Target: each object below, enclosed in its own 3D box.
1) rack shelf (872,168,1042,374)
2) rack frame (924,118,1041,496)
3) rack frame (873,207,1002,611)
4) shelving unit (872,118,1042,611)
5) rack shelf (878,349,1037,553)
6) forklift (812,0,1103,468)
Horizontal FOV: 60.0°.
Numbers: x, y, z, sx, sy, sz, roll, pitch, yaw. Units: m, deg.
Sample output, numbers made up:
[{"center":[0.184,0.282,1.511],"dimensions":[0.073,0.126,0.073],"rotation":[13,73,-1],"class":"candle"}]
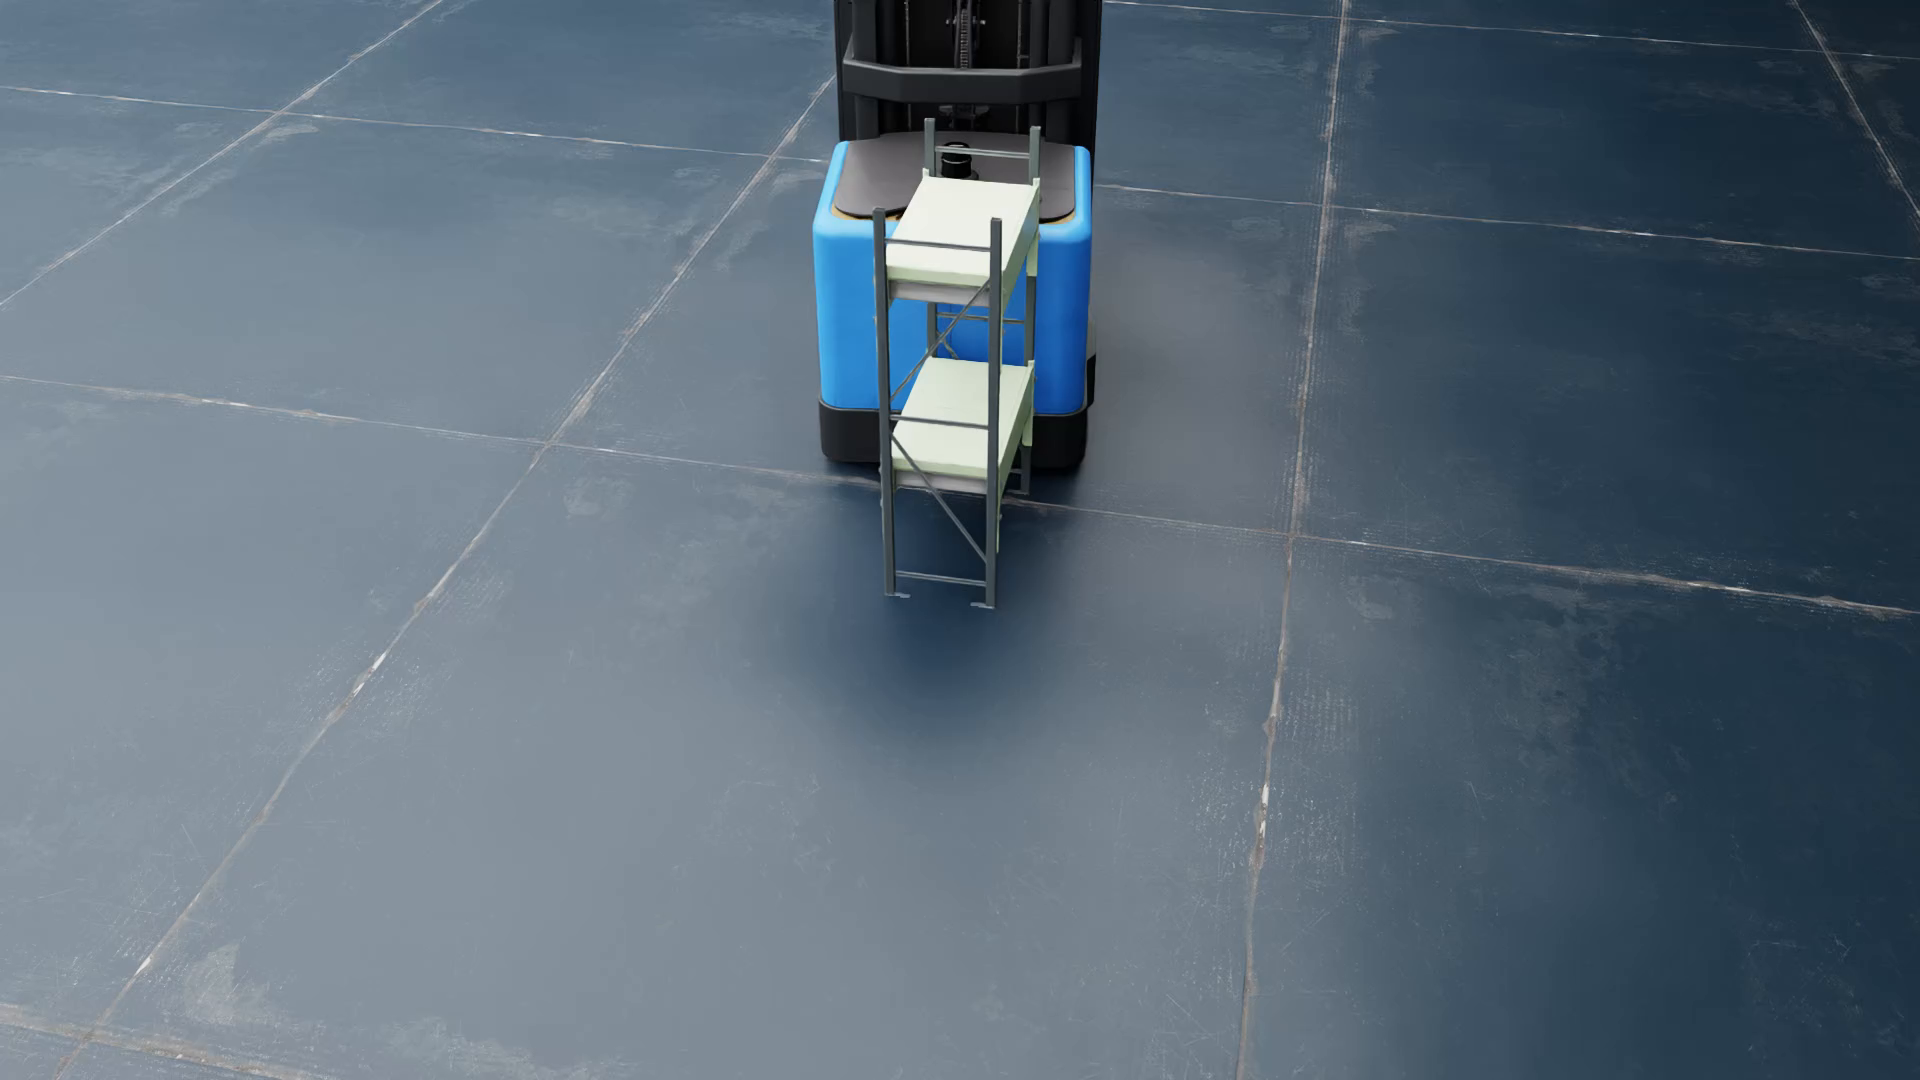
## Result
[{"center":[0.003,-0.913,5.567],"dimensions":[0.431,0.370,0.720],"rotation":[7,36,9],"class":"rack shelf"},{"center":[0.076,-0.807,6.086],"dimensions":[0.400,1.500,0.023],"rotation":[7,36,9],"class":"rack frame"},{"center":[-0.070,-0.386,5.505],"dimensions":[0.400,1.500,0.023],"rotation":[7,36,9],"class":"rack frame"},{"center":[0.003,-0.597,5.796],"dimensions":[0.431,1.500,0.755],"rotation":[7,36,9],"class":"shelving unit"},{"center":[0.003,-0.333,5.987],"dimensions":[0.431,0.370,0.720],"rotation":[7,36,9],"class":"rack shelf"},{"center":[0.045,-2.310,6.939],"dimensions":[1.130,2.935,3.031],"rotation":[2,36,2],"class":"forklift"}]
